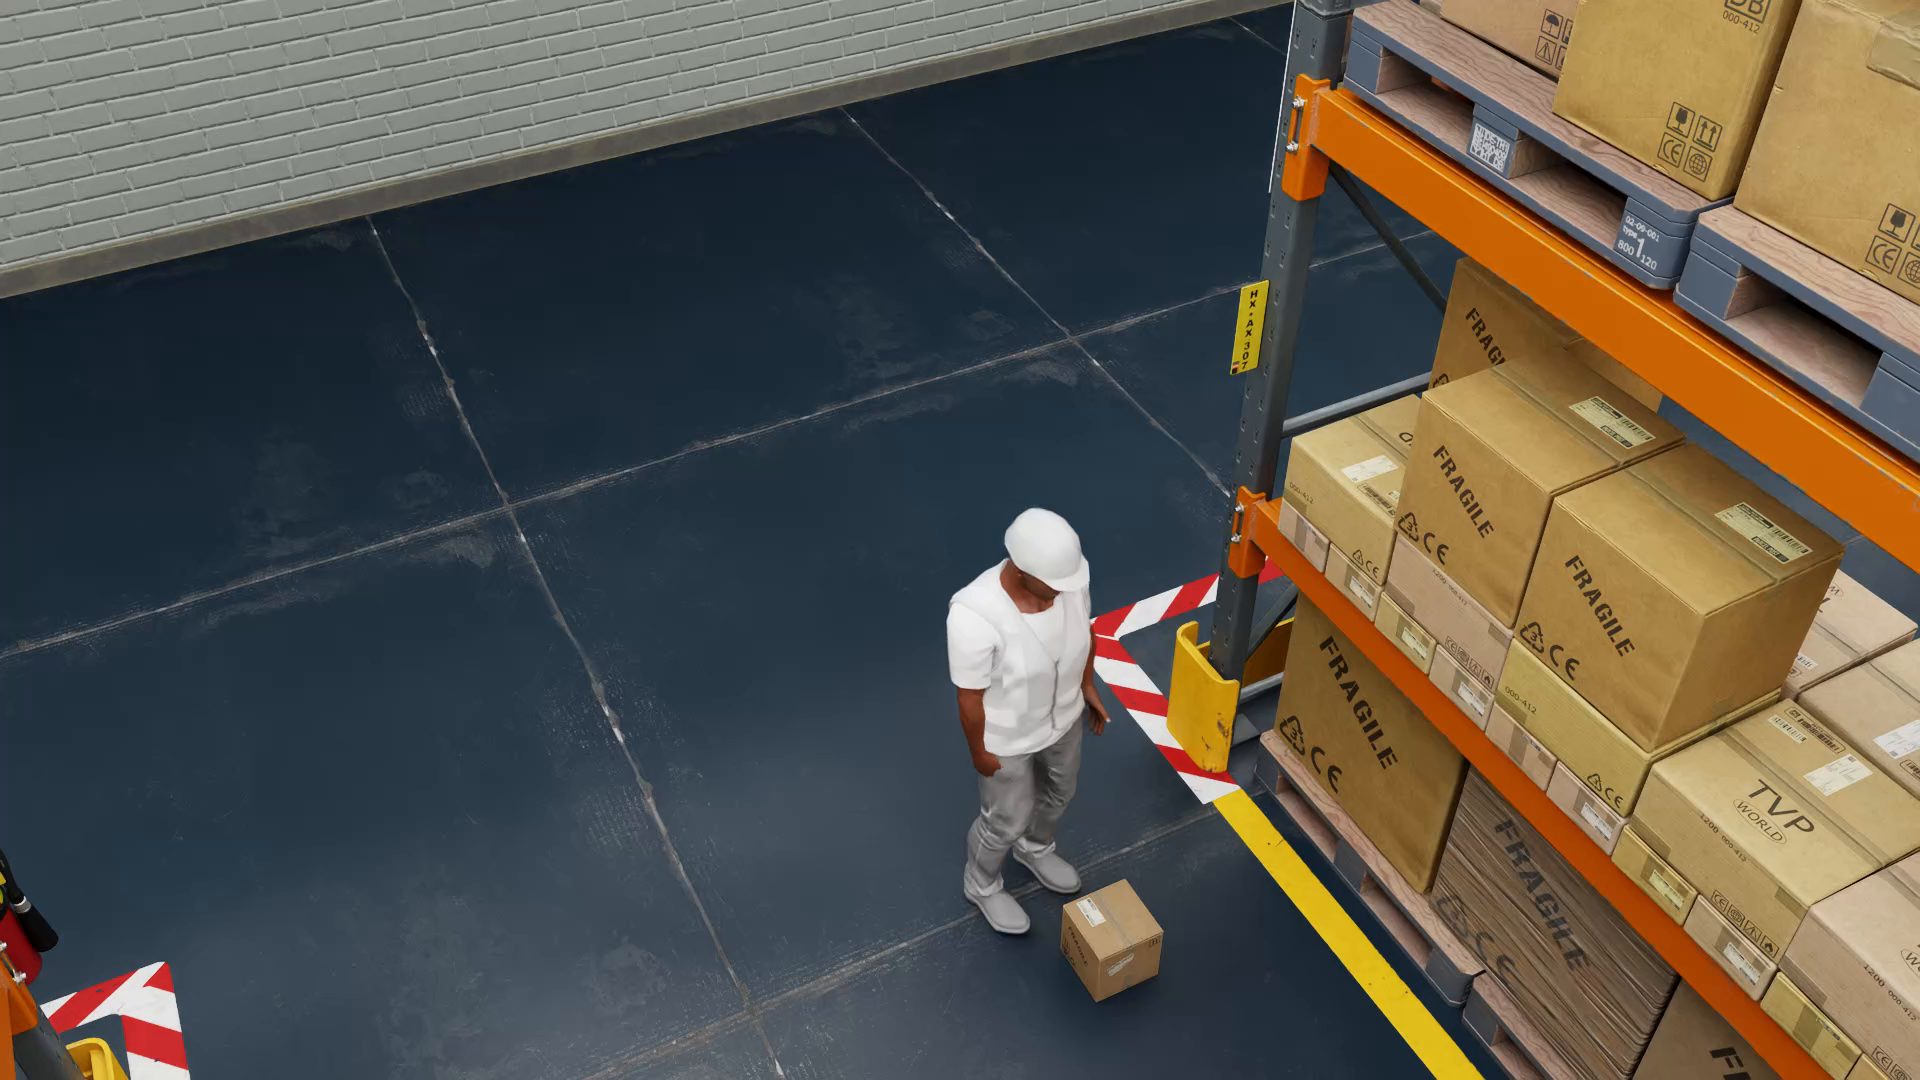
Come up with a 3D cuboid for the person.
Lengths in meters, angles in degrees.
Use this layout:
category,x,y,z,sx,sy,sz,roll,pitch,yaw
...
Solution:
category,x,y,z,sx,sy,sz,roll,pitch,yaw
person,0.227,0.581,5.479,0.569,1.757,0.373,-30,49,-30
